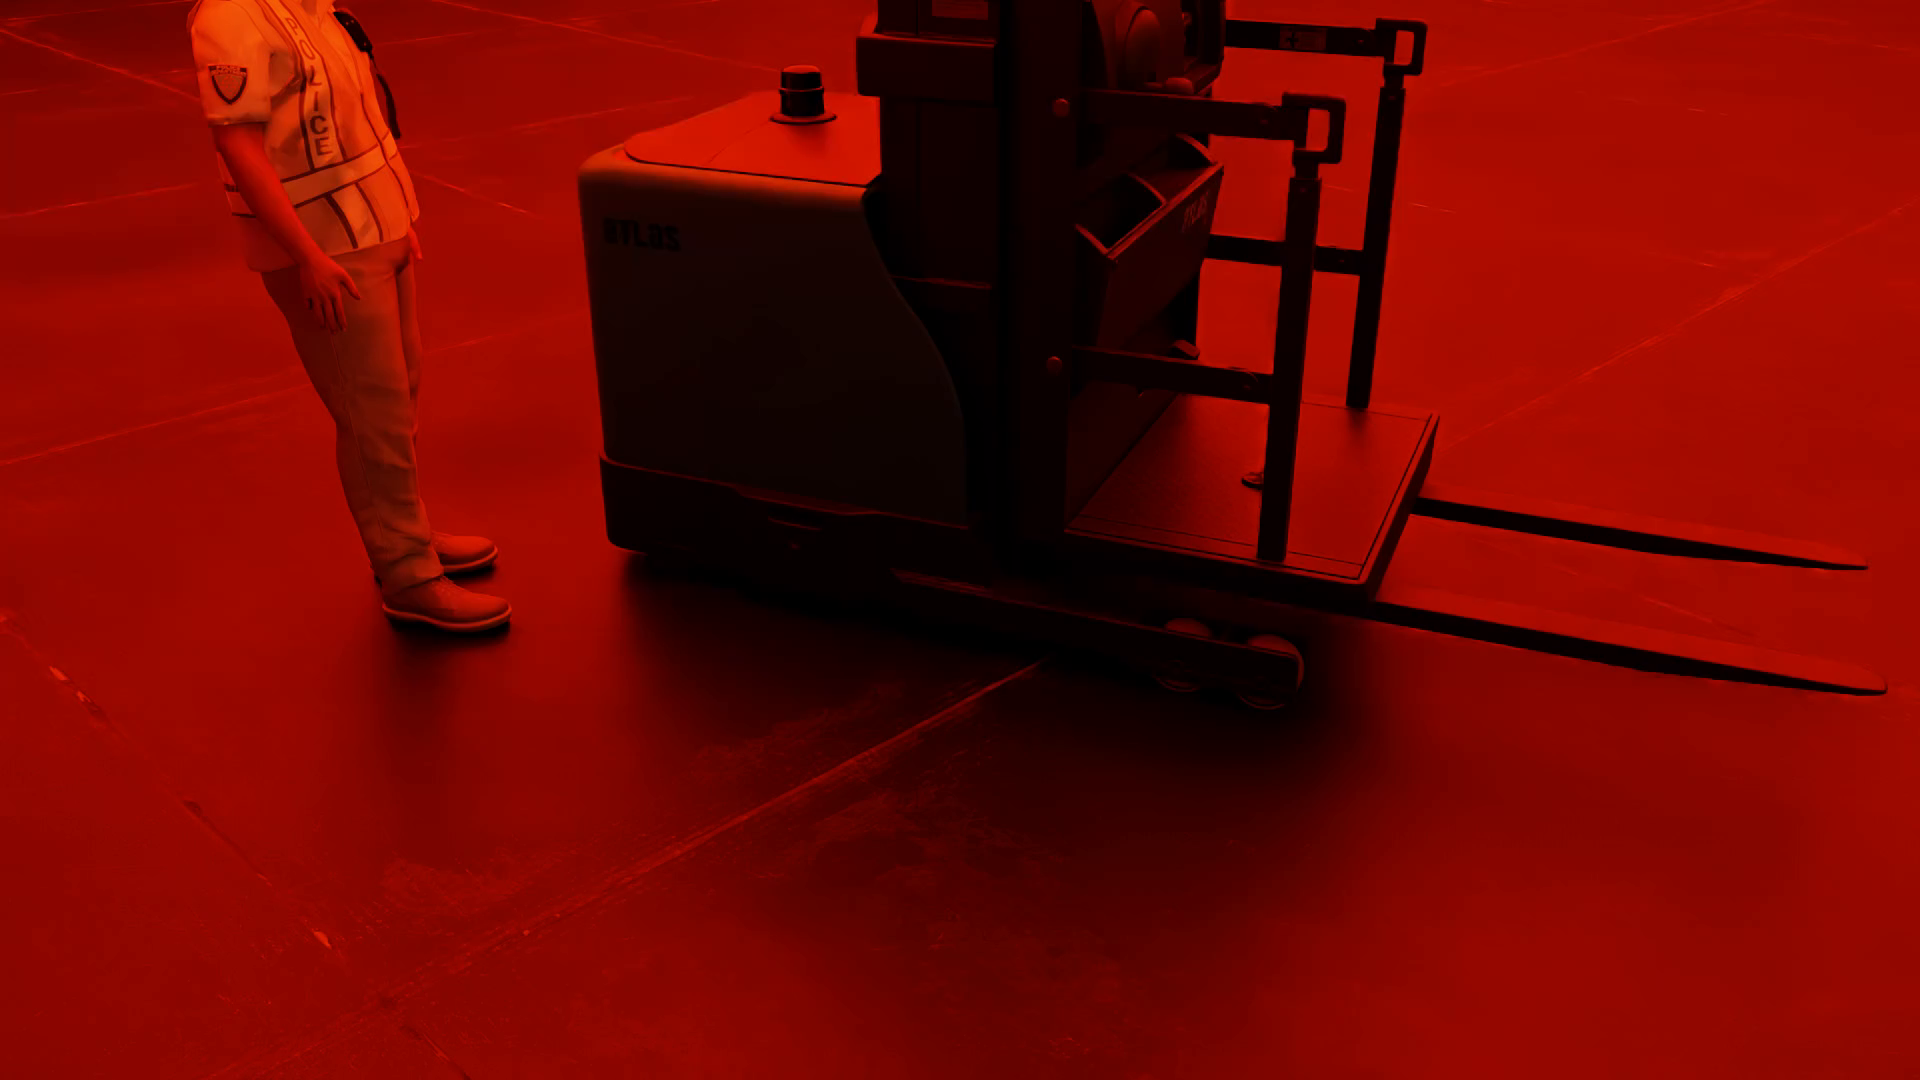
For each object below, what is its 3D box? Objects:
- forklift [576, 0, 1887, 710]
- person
[{"bbox_3d":[0.630,-1.199,3.658,3.031,2.935,1.130,11,28,20],"label":"forklift"},{"bbox_3d":[-1.398,-0.708,3.946,0.575,1.780,0.639,0,26,-1],"label":"person"}]
